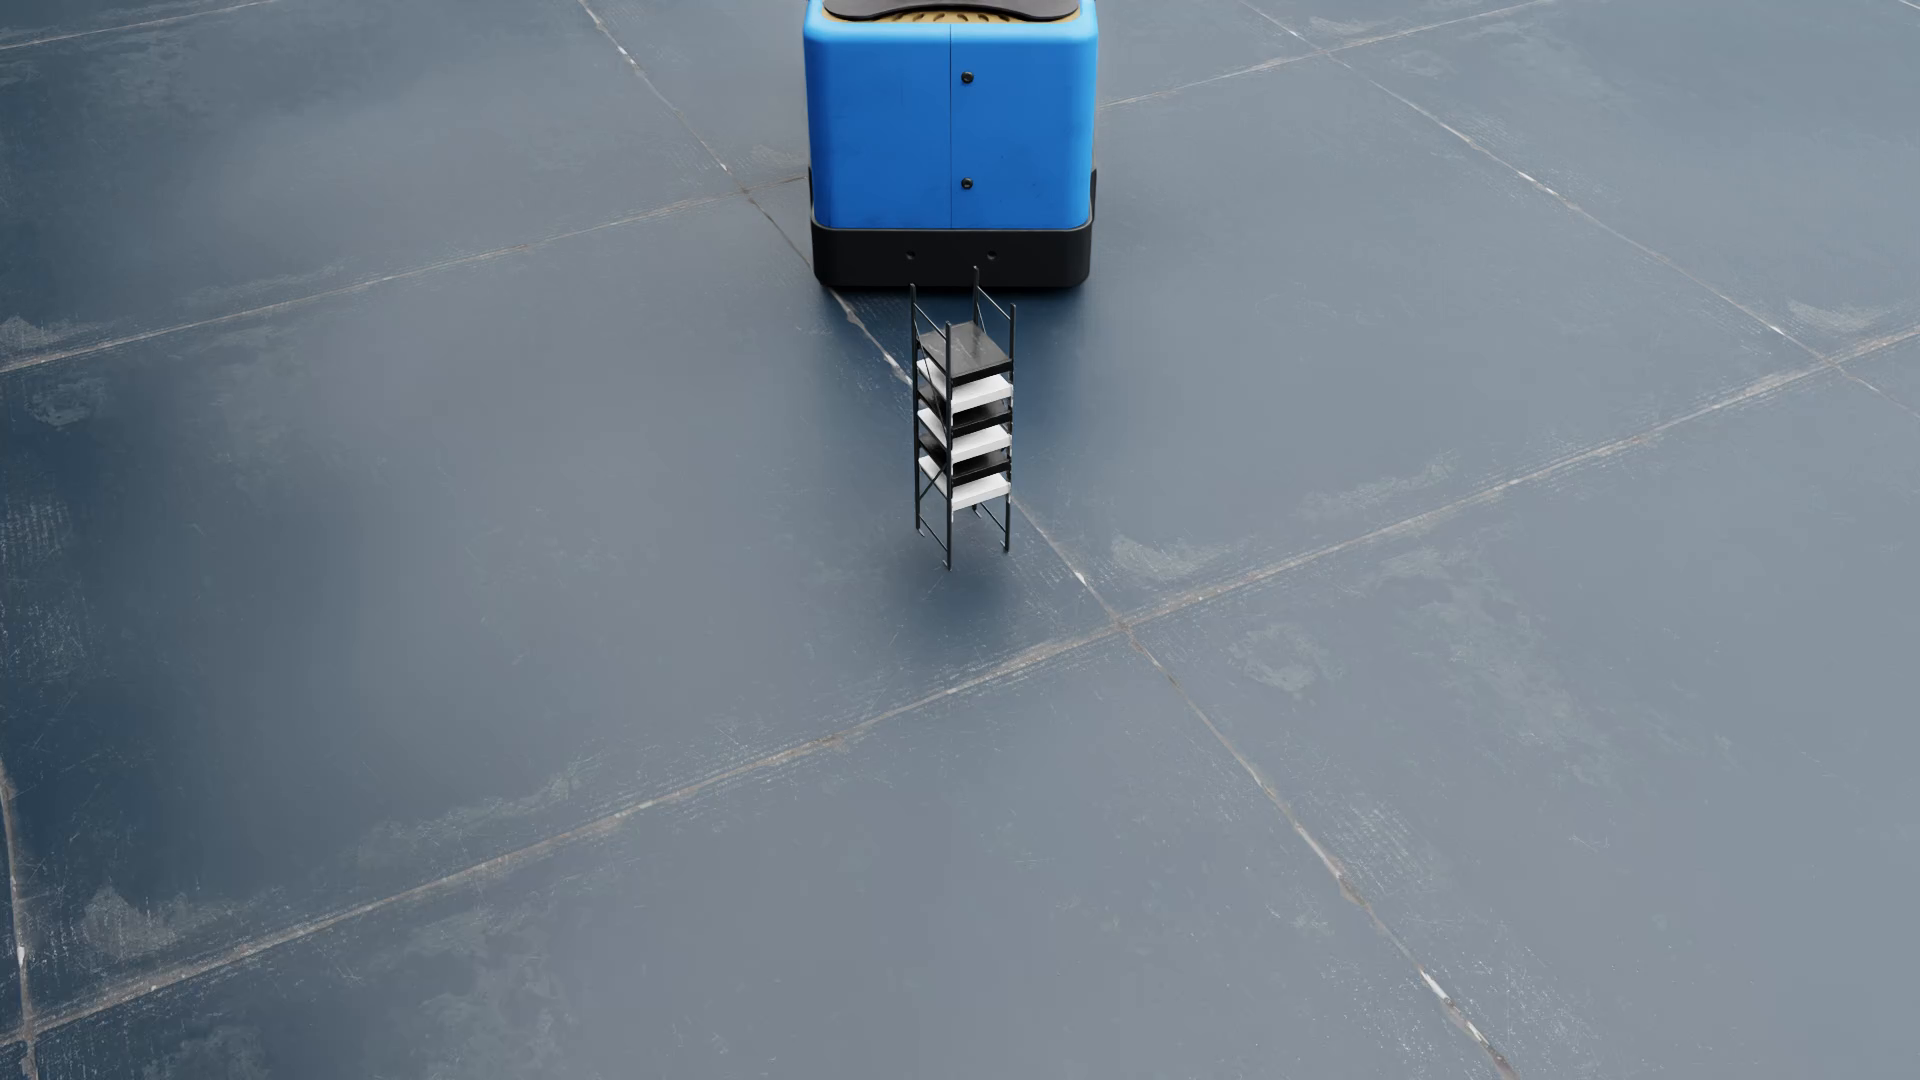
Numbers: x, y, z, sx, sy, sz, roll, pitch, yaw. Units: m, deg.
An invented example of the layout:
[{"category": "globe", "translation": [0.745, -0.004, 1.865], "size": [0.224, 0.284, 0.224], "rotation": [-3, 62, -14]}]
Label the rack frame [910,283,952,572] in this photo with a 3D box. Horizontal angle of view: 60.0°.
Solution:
[{"category": "rack frame", "translation": [-0.083, -0.316, 4.926], "size": [0.006, 0.900, 0.240], "rotation": [-19, 44, -21]}]

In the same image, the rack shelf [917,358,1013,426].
[{"category": "rack shelf", "translation": [0.007, -0.458, 4.867], "size": [0.200, 0.077, 0.258], "rotation": [-19, 44, -21]}]

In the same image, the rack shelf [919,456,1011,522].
[{"category": "rack shelf", "translation": [0.007, -0.183, 5.100], "size": [0.200, 0.077, 0.258], "rotation": [-19, 44, -21]}]

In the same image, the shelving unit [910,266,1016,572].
[{"category": "shelving unit", "translation": [0.007, -0.346, 4.962], "size": [0.210, 0.900, 0.258], "rotation": [-19, 44, -21]}]

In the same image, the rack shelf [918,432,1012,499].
[{"category": "rack shelf", "translation": [0.007, -0.252, 5.042], "size": [0.200, 0.077, 0.258], "rotation": [-19, 44, -21]}]

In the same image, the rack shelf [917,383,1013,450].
[{"category": "rack shelf", "translation": [0.007, -0.389, 4.925], "size": [0.200, 0.077, 0.258], "rotation": [-19, 44, -21]}]

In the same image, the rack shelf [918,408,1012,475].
[{"category": "rack shelf", "translation": [0.007, -0.320, 4.984], "size": [0.200, 0.077, 0.258], "rotation": [-19, 44, -21]}]

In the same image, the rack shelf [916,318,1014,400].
[{"category": "rack shelf", "translation": [0.007, -0.527, 4.809], "size": [0.200, 0.077, 0.258], "rotation": [-19, 44, -21]}]

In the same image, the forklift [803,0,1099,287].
[{"category": "forklift", "translation": [-0.021, -2.996, 6.521], "size": [1.130, 2.935, 3.031], "rotation": [0, 40, 0]}]

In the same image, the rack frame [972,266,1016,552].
[{"category": "rack frame", "translation": [0.097, -0.376, 4.998], "size": [0.006, 0.900, 0.240], "rotation": [-19, 44, -21]}]
